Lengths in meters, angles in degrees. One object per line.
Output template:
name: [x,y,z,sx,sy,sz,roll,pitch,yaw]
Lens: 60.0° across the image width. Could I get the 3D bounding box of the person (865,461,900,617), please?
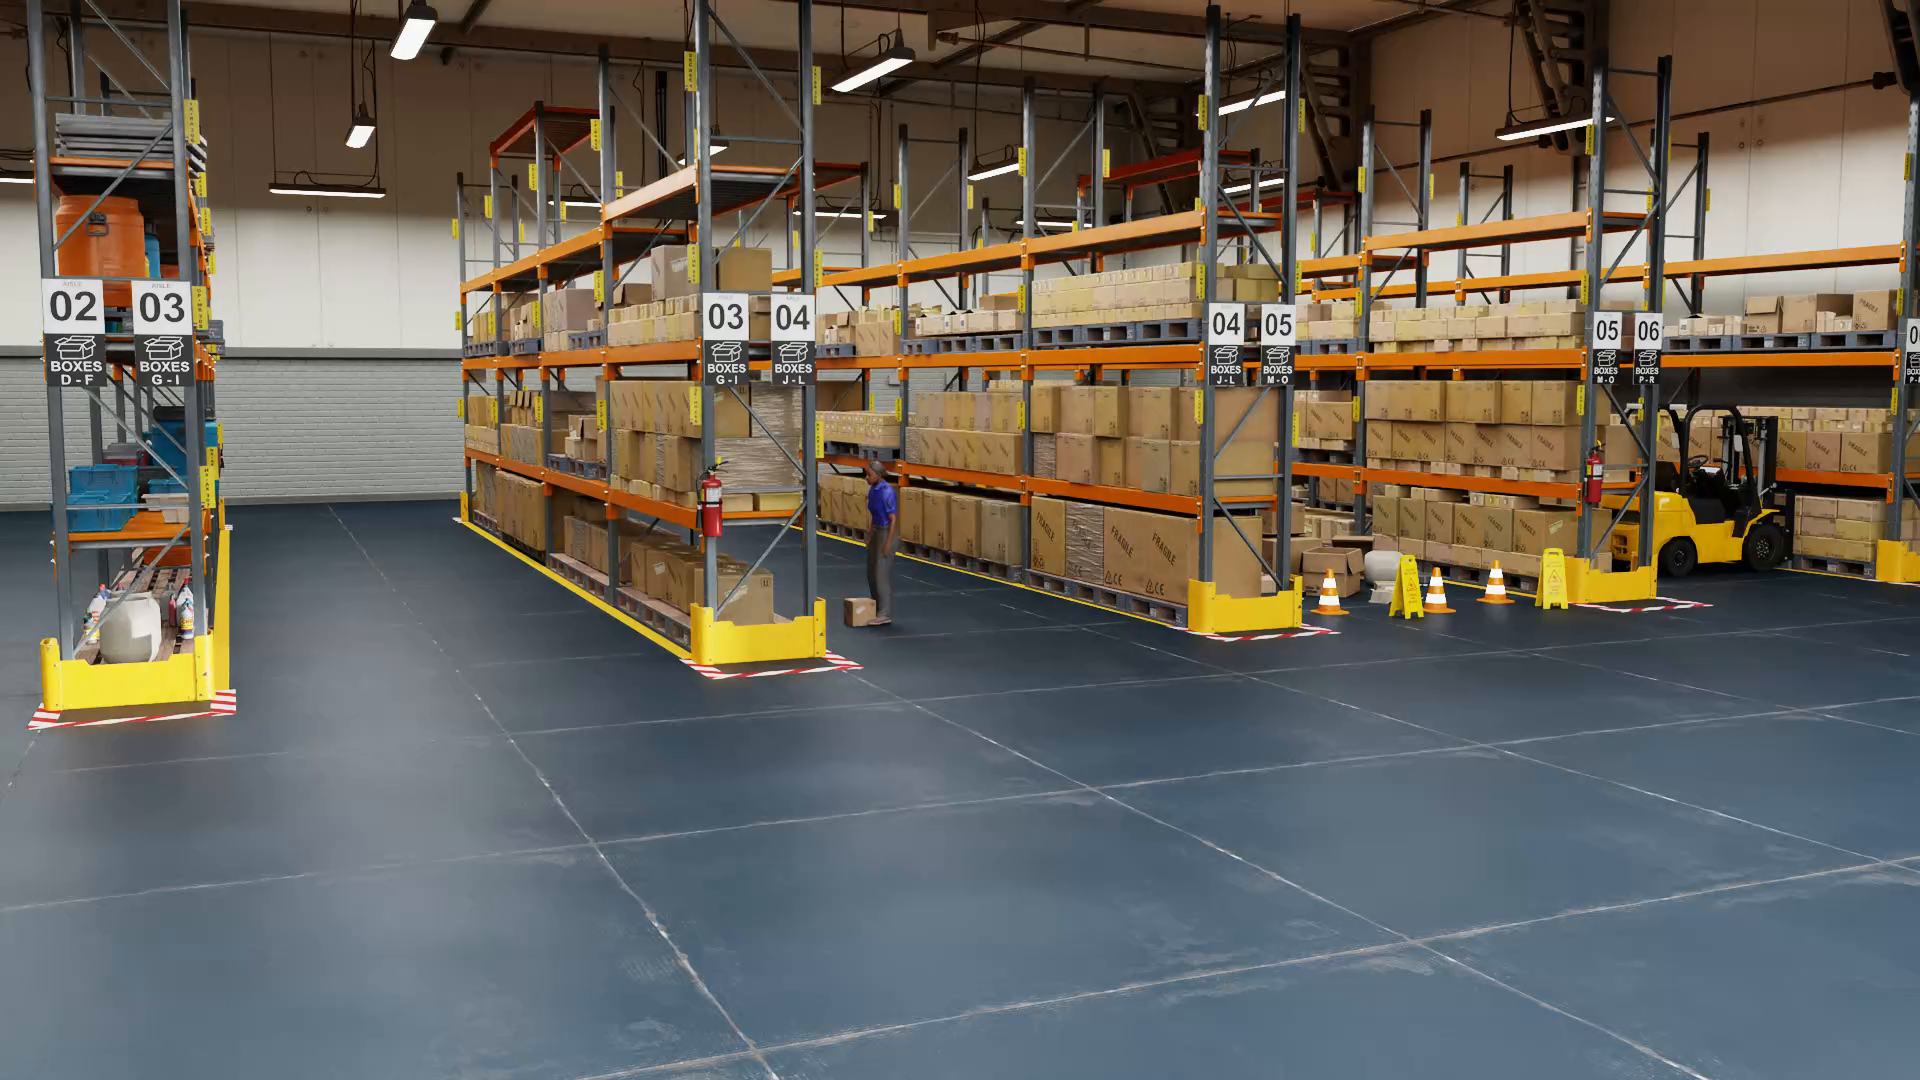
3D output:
person: [-0.800,-0.015,16.825,0.349,1.586,0.503,-3,6,-26]
